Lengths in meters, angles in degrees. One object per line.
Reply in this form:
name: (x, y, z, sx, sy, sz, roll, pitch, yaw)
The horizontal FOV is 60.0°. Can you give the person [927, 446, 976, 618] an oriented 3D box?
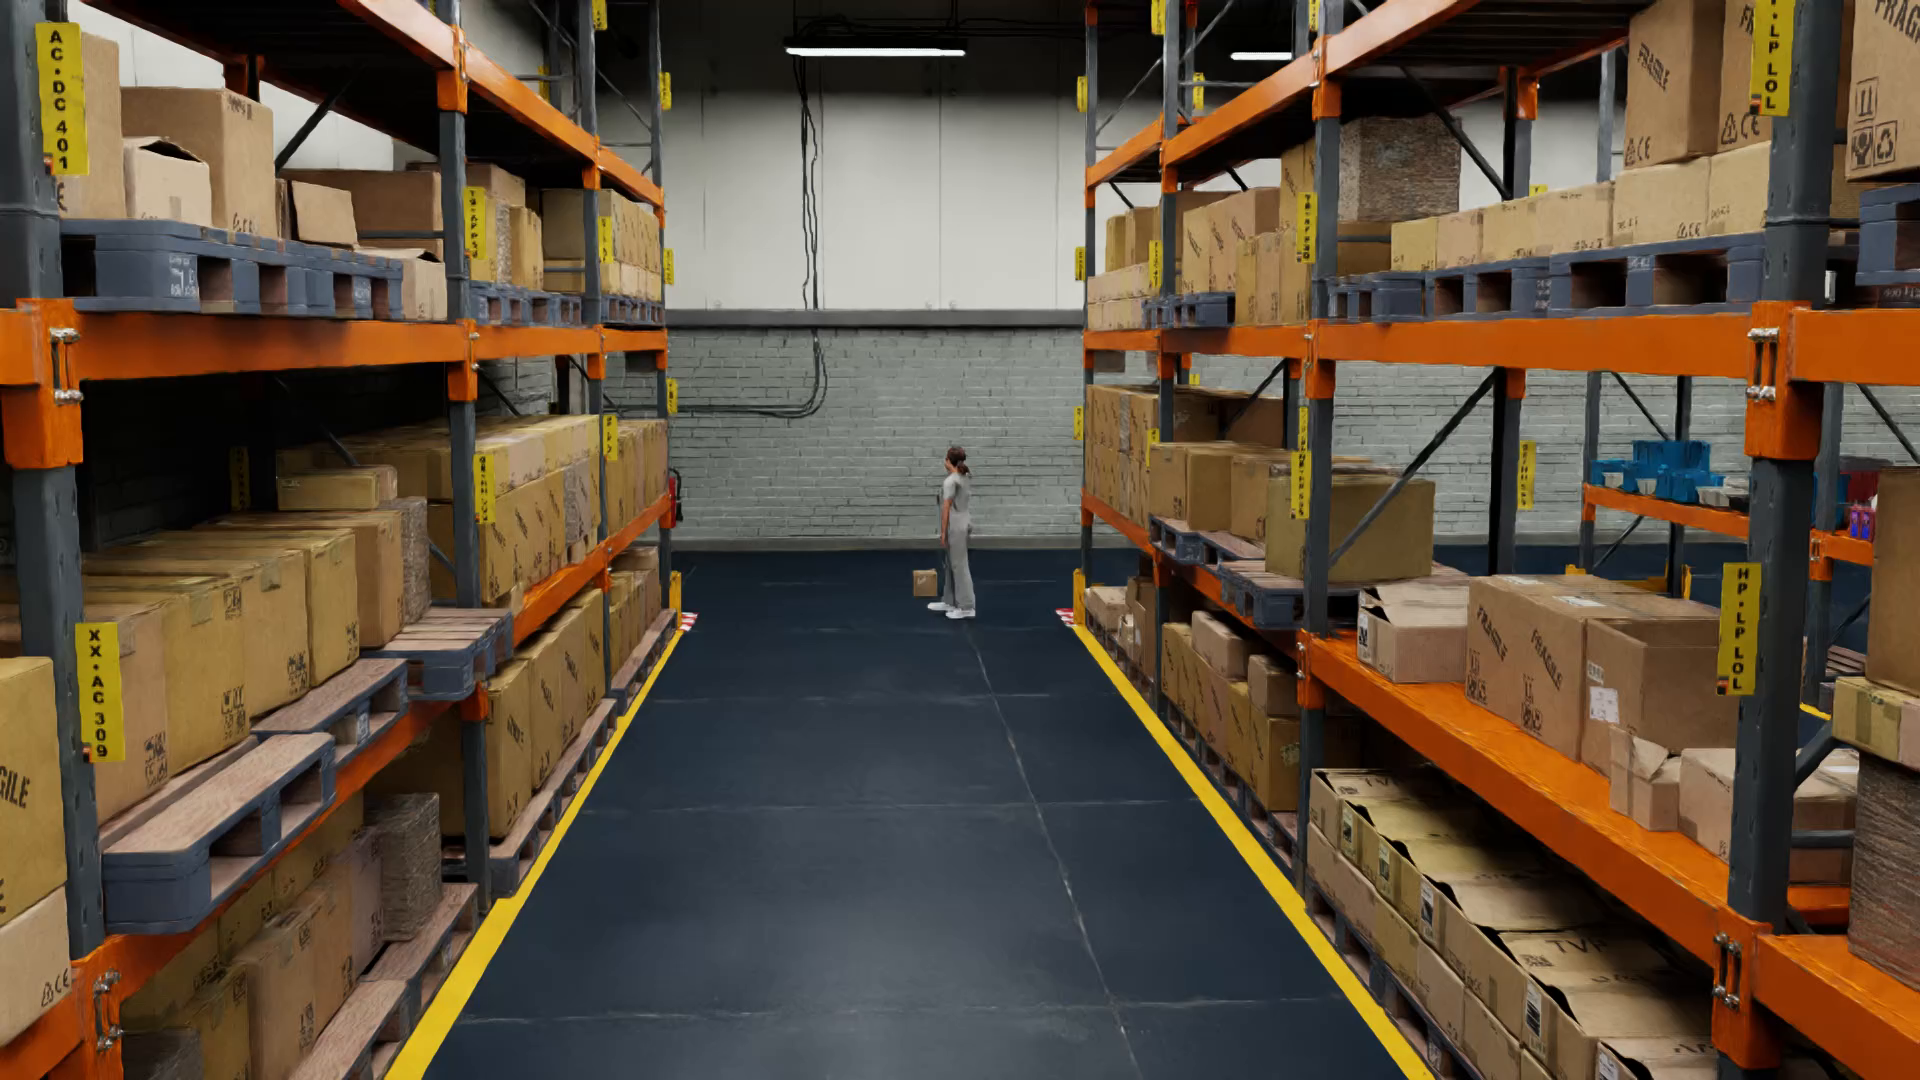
person: (-0.080, -0.095, 16.348, 0.574, 1.668, 0.561, 2, 7, 19)
